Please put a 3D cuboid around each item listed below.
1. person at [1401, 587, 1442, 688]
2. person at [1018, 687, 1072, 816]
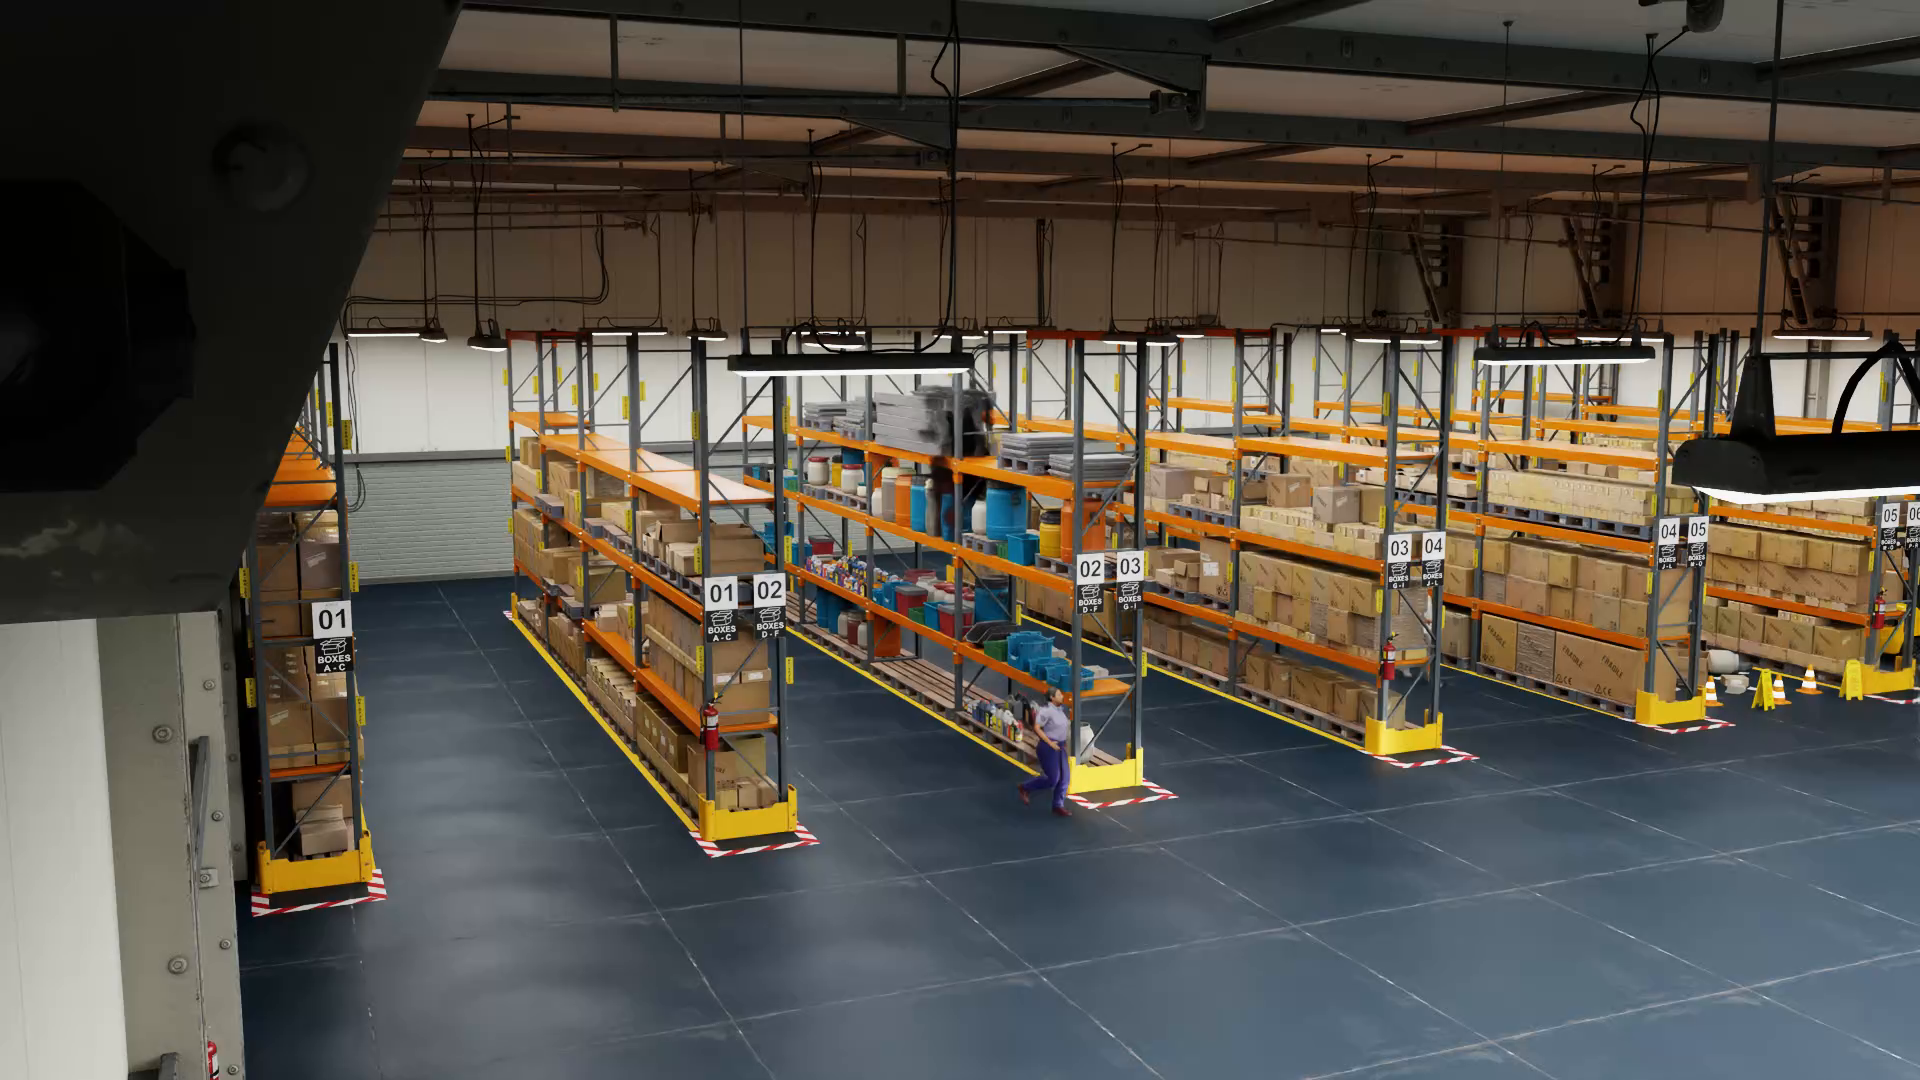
[{"bbox_3d":[7.955,1.593,28.545,0.704,1.793,0.889,-3,8,-22],"label":"person"},{"bbox_3d":[6.666,1.923,26.734,4.988,1.593,15.643,4,9,29],"label":"person"}]
